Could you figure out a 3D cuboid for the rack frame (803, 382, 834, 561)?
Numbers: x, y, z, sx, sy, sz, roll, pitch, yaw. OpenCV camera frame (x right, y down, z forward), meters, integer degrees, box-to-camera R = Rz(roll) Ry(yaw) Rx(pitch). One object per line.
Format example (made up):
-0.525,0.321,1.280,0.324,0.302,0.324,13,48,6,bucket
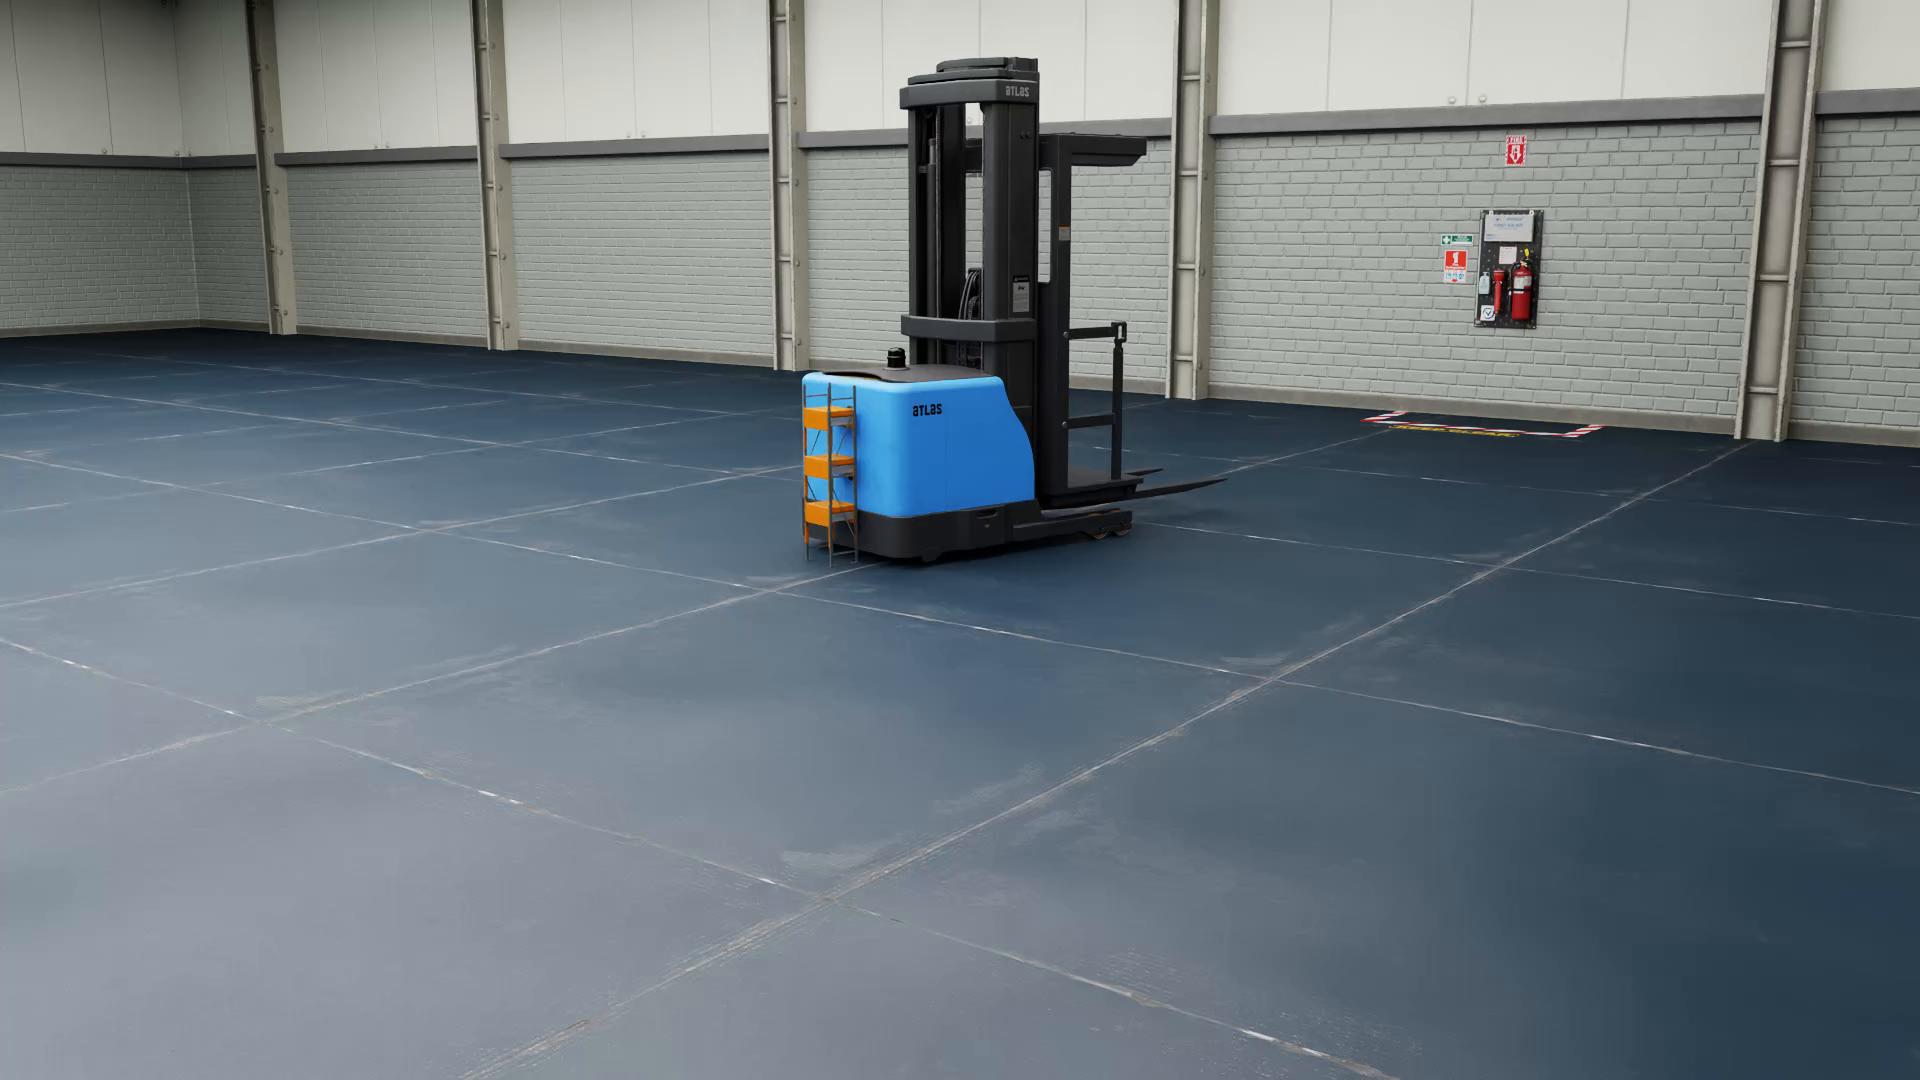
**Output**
-0.839,-0.405,9.857,0.200,1.050,0.008,-9,14,-39,rack frame

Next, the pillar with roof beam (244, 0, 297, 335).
-14.478,-7.400,25.087,0.400,9.000,9.100,8,13,36,pillar with roof beam

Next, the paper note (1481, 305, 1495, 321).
5.343,-2.297,16.824,0.142,0.148,0.016,8,13,36,paper note

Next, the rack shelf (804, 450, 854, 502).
-0.760,-0.377,9.768,0.215,0.259,0.240,-9,14,-39,rack shelf

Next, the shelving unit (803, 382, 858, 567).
-0.760,-0.387,9.766,0.215,1.050,0.252,-9,14,-39,shelving unit

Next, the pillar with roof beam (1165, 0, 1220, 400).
0.030,-5.376,14.627,0.400,9.000,9.100,8,13,36,pillar with roof beam

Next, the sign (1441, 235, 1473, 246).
5.058,-3.053,16.922,0.331,0.109,0.001,8,13,36,sign

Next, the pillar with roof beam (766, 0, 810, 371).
-4.806,-6.051,18.113,0.400,9.000,9.100,8,13,36,pillar with roof beam

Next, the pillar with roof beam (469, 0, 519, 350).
-9.642,-6.725,21.600,0.400,9.000,9.100,8,13,36,pillar with roof beam

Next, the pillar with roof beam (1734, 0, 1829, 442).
4.866,-4.701,11.140,0.400,9.000,9.100,8,13,36,pillar with roof beam

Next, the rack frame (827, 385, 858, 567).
-0.682,-0.369,9.674,0.200,1.050,0.008,-9,14,-39,rack frame

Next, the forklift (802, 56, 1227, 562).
0.481,-1.514,10.639,3.031,2.935,1.130,-9,14,-39,forklift

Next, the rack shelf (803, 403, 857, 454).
-0.760,-0.655,9.714,0.215,0.259,0.240,-9,14,-39,rack shelf

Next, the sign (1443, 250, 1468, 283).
5.060,-2.794,16.982,0.234,0.329,0.001,8,13,36,sign

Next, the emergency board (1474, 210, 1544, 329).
5.445,-2.699,16.583,0.643,1.169,0.194,8,13,36,emergency board

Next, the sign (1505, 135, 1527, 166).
5.497,-3.853,16.446,0.199,0.298,0.001,8,13,36,sign

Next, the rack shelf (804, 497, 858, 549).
-0.760,-0.104,9.821,0.215,0.259,0.240,-9,14,-39,rack shelf
